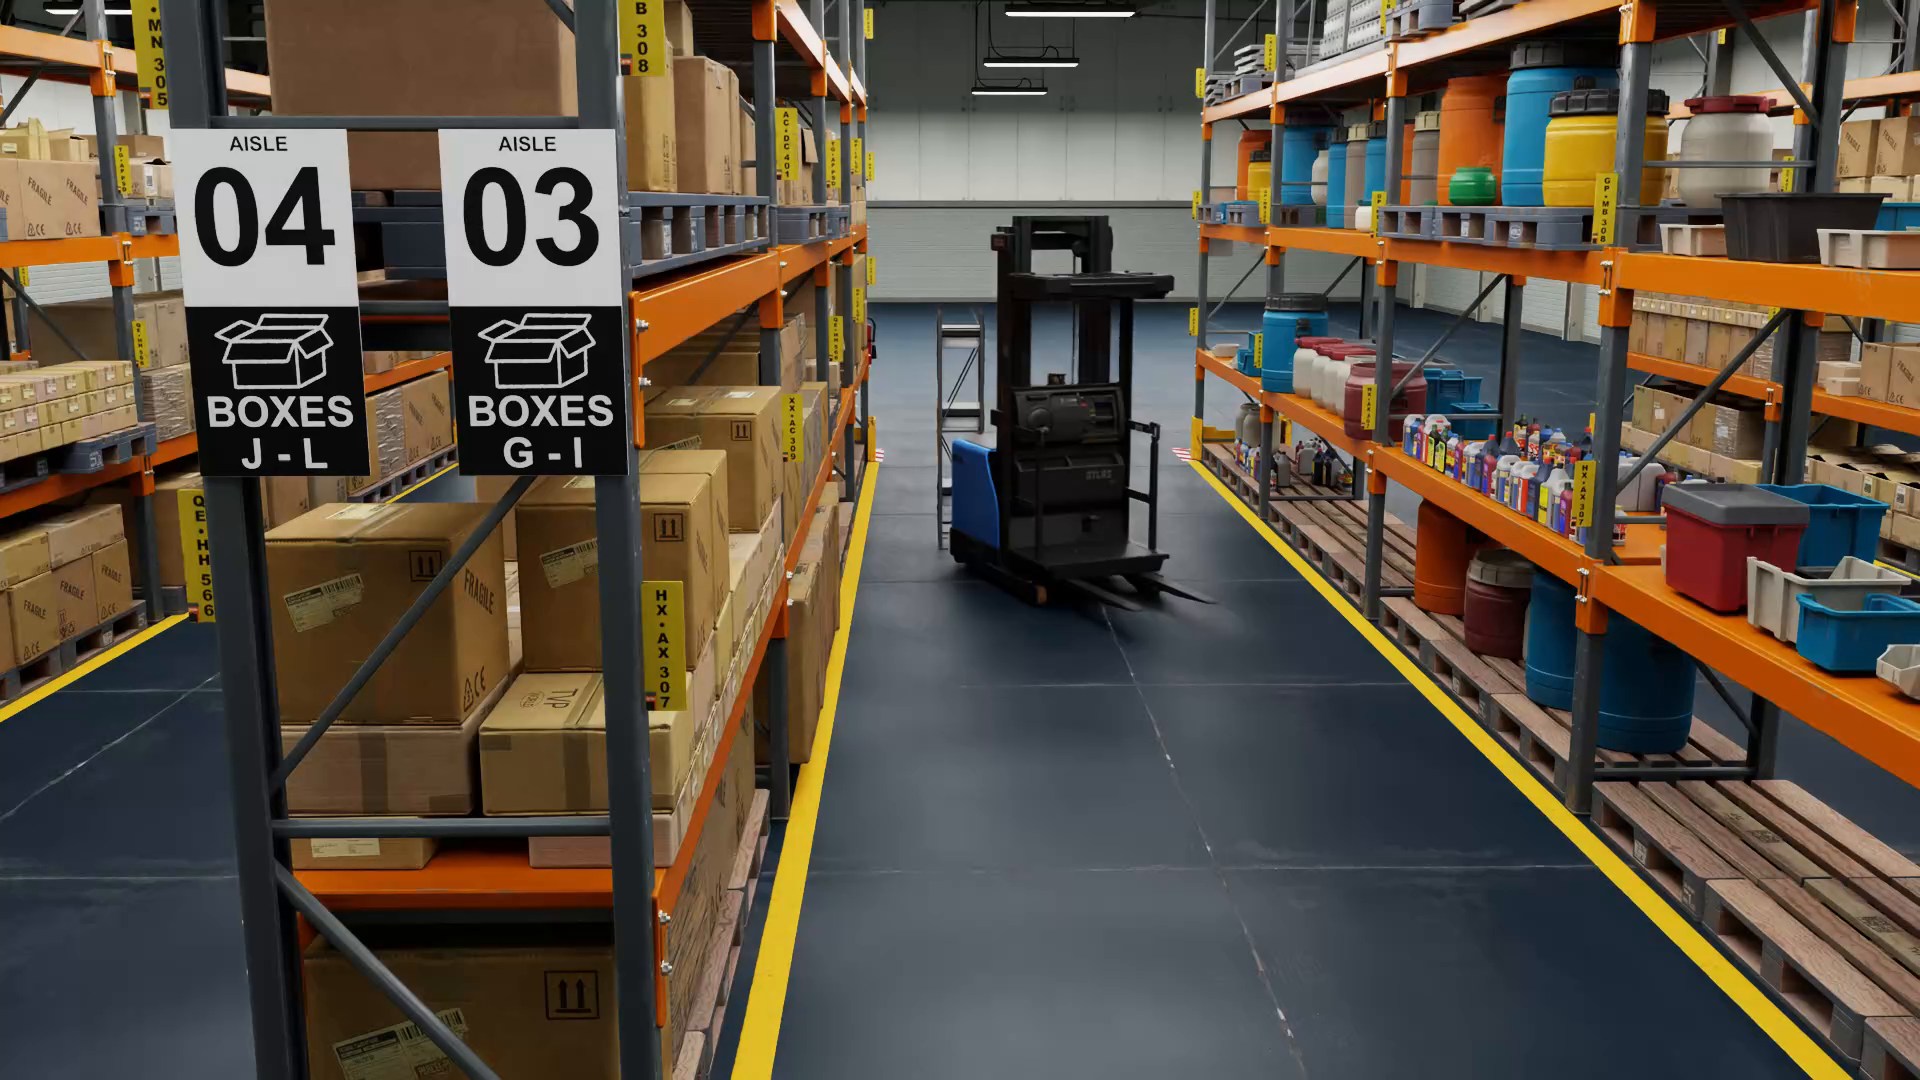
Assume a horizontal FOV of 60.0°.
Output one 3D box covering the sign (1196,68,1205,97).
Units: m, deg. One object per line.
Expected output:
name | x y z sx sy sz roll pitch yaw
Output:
sign | 2.796 -5.313 19.333 0.100 0.325 0.005 0 11 -1

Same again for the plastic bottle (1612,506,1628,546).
plastic bottle | 3.387 -0.076 8.578 0.097 0.201 0.097 0 11 0

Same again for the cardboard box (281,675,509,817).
cardboard box | -1.551 0.556 4.593 0.500 0.250 0.500 0 11 -2

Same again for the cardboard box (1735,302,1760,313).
cardboard box | 8.354 -2.575 16.884 0.700 0.500 0.500 0 11 -1

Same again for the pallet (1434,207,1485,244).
pallet | 3.454 -1.850 9.755 1.003 0.211 1.213 0 11 -1

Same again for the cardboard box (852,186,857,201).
cardboard box | -1.246 -3.528 16.925 0.380 0.149 0.250 0 11 -2

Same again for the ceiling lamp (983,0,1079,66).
ceiling lamp | 1.481 -11.517 34.704 2.000 3.185 0.800 0 11 -1

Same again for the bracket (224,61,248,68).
bracket | -17.442 -11.134 38.447 0.076 0.066 4.783 0 11 -1

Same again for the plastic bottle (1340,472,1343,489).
plastic bottle | 3.858 -0.611 16.651 0.097 0.201 0.097 0 11 0

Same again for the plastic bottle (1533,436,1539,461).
plastic bottle | 3.937 -0.623 11.274 0.097 0.201 0.097 0 11 0

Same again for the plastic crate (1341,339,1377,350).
plastic crate | 3.745 -1.618 15.521 0.402 0.464 0.583 0 11 -1

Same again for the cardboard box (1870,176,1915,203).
cardboard box | 8.398 -3.072 14.626 0.500 0.250 0.500 -1 12 -7

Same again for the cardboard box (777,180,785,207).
cardboard box | -1.377 -2.187 9.625 0.797 0.503 0.637 0 11 -2

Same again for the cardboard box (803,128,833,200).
cardboard box | -1.193 -2.725 12.084 0.500 0.500 0.500 0 11 -1

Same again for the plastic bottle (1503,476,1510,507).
plastic bottle | 3.212 -0.294 9.654 0.097 0.201 0.097 0 11 0

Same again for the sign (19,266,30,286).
sign | -10.958 -3.137 19.459 0.100 0.325 0.005 0 11 -1

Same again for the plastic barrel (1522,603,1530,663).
plastic barrel | 3.663 0.560 10.145 0.421 0.512 0.421 0 11 0

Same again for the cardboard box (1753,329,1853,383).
cardboard box | 8.366 -1.839 16.517 0.700 0.500 0.500 -1 11 -3

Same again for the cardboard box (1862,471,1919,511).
cardboard box | 8.174 -0.446 14.352 0.500 0.311 0.500 0 11 0

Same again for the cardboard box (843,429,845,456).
cardboard box | -1.563 -1.195 18.825 0.500 0.500 0.500 3 12 14

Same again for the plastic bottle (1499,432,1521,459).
plastic bottle | 3.374 -0.495 10.271 0.144 0.351 0.185 0 11 -1

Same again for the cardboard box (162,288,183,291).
cardboard box | -6.445 -1.899 14.299 0.700 0.500 0.500 0 11 -1

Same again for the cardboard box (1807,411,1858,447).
cardboard box | 8.685 -1.021 16.710 0.500 0.500 0.500 0 11 -1

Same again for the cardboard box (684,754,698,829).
cardboard box | -0.959 0.724 4.769 0.380 0.149 0.250 0 11 -2

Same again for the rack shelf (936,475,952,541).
rack shelf | 0.003 -0.297 15.021 0.431 0.518 0.480 0 11 -1

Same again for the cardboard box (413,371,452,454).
cardboard box | -6.487 -1.486 19.320 0.875 0.875 0.875 0 11 -1

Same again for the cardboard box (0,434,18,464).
cardboard box | -5.902 -0.544 9.960 0.380 0.149 0.250 -1 11 -4

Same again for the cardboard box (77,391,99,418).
cardboard box | -5.921 -0.893 10.935 0.380 0.149 0.250 0 11 0

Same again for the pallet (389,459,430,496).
pallet | -6.450 -0.689 18.117 1.003 0.211 1.213 0 11 -1

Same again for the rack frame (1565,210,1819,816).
rack frame | 3.594 -0.092 8.157 1.000 3.000 0.127 0 11 -1

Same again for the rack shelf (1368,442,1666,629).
rack shelf | 3.553 -0.137 10.189 1.077 0.370 4.000 0 11 -1

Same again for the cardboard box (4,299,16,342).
cardboard box | -11.227 -2.504 19.049 0.500 0.500 0.500 0 11 -2

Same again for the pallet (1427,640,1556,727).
pallet | 3.592 0.878 10.390 1.003 0.211 1.213 0 11 -1

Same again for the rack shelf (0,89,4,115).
rack shelf | -11.472 -4.604 17.130 1.077 0.370 4.000 0 11 -1

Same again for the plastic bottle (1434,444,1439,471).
plastic bottle | 3.185 -0.560 10.968 0.097 0.201 0.097 0 11 0

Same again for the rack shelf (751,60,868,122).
rack shelf | -1.564 -4.645 17.331 1.077 0.370 4.000 0 11 -1

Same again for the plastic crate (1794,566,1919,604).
plastic crate | 3.886 0.235 7.088 0.437 0.125 0.590 0 11 -1

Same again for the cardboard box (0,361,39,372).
cardboard box | -6.586 -1.147 11.438 0.380 0.149 0.250 0 11 -1

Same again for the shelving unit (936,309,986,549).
shelving unit | 0.003 -0.996 14.879 0.431 2.100 0.503 0 11 -1

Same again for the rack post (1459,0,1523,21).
rack post | 3.425 -3.189 9.591 0.937 0.300 0.954 1 12 5

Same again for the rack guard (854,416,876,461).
rack guard | -1.604 -1.217 19.989 1.175 0.500 0.348 0 11 -1

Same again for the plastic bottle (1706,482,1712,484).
plastic bottle | 3.988 -0.172 8.877 0.097 0.271 0.097 0 11 0

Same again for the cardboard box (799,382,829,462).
cardboard box | -1.183 -0.818 11.488 0.500 0.500 0.500 0 11 1

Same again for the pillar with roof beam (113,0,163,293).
pillar with roof beam | -13.431 -8.789 35.937 9.100 9.000 0.548 0 11 -1

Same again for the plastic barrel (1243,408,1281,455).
plastic barrel | 3.446 -1.233 18.987 0.421 0.512 0.421 0 11 0

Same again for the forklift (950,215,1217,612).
forklift | 0.951 -1.022 12.917 1.130 2.935 3.031 -5 12 -22

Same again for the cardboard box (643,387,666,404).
cardboard box | -1.604 -0.415 7.493 0.500 0.500 0.500 0 11 -1

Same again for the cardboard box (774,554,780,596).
cardboard box | -1.018 0.162 7.537 0.380 0.149 0.250 0 11 0

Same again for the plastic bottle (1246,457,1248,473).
plastic bottle | 3.087 -0.811 17.635 0.097 0.201 0.097 0 11 0

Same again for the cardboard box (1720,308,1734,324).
cardboard box | 8.142 -2.324 17.277 0.380 0.149 0.250 0 11 -1

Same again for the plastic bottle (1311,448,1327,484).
plastic bottle | 3.683 -0.761 17.012 0.144 0.351 0.185 0 11 -1

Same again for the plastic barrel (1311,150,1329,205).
plastic barrel | 3.616 -3.499 16.071 0.421 0.512 0.421 0 11 0

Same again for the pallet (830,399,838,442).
pallet | -1.562 -0.914 12.692 1.213 0.211 1.003 0 11 -1

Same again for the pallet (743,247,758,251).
pallet | -1.426 -1.630 8.675 0.805 0.209 1.217 -1 11 -3

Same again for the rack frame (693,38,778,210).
rack frame | -1.358 -3.011 7.461 1.000 3.000 0.127 0 11 -1
